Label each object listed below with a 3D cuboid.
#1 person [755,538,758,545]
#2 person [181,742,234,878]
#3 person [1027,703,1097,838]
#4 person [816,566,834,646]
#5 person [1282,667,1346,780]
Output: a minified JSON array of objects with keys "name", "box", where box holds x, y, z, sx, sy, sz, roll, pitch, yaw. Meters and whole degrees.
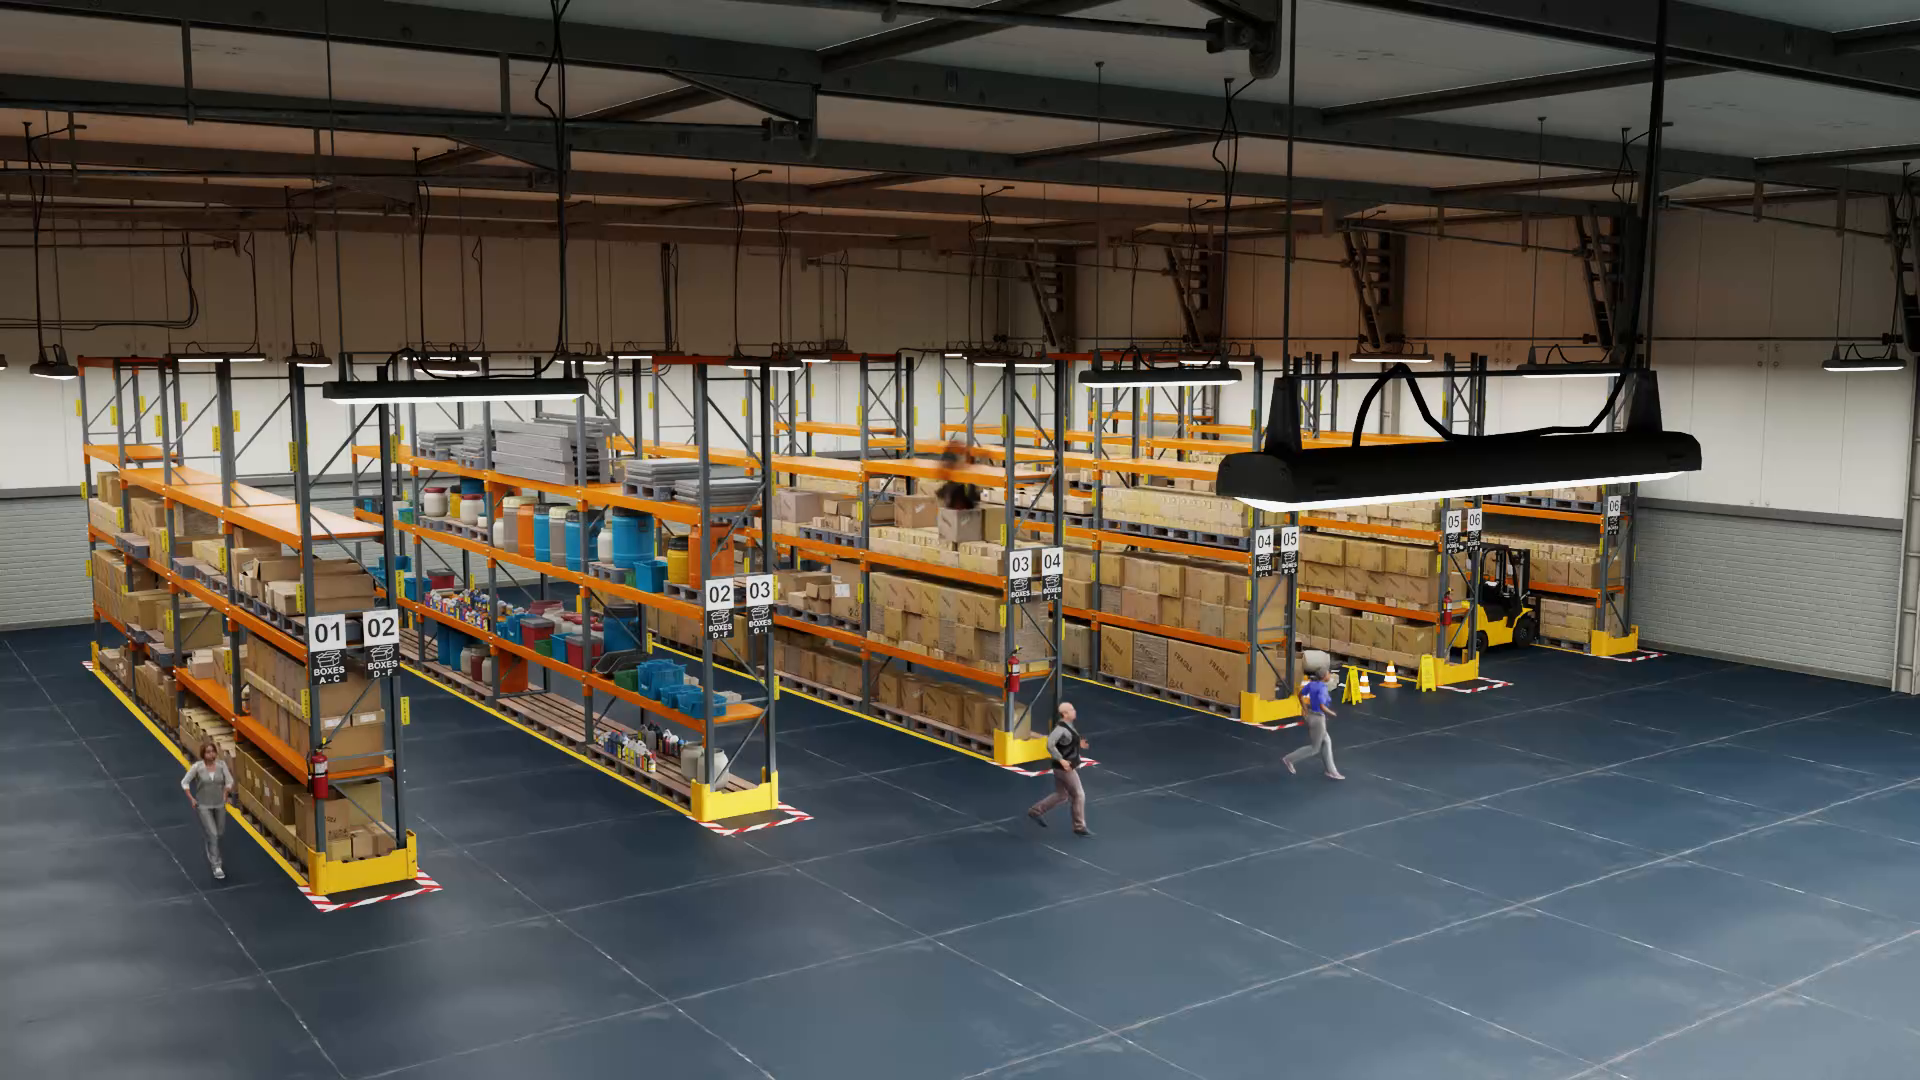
[{"name":"person","box":[-4.838,0.810,38.794,0.616,1.756,0.745,-4,8,-28]},{"name":"person","box":[-8.893,3.161,19.702,0.558,1.586,0.750,-6,9,-40]},{"name":"person","box":[1.308,2.916,21.196,0.890,1.736,0.648,0,7,2]},{"name":"person","box":[-2.771,1.390,33.738,0.663,1.772,0.816,-6,9,-42]},{"name":"person","box":[5.079,2.641,23.853,0.953,1.647,0.600,-1,7,-9]}]
